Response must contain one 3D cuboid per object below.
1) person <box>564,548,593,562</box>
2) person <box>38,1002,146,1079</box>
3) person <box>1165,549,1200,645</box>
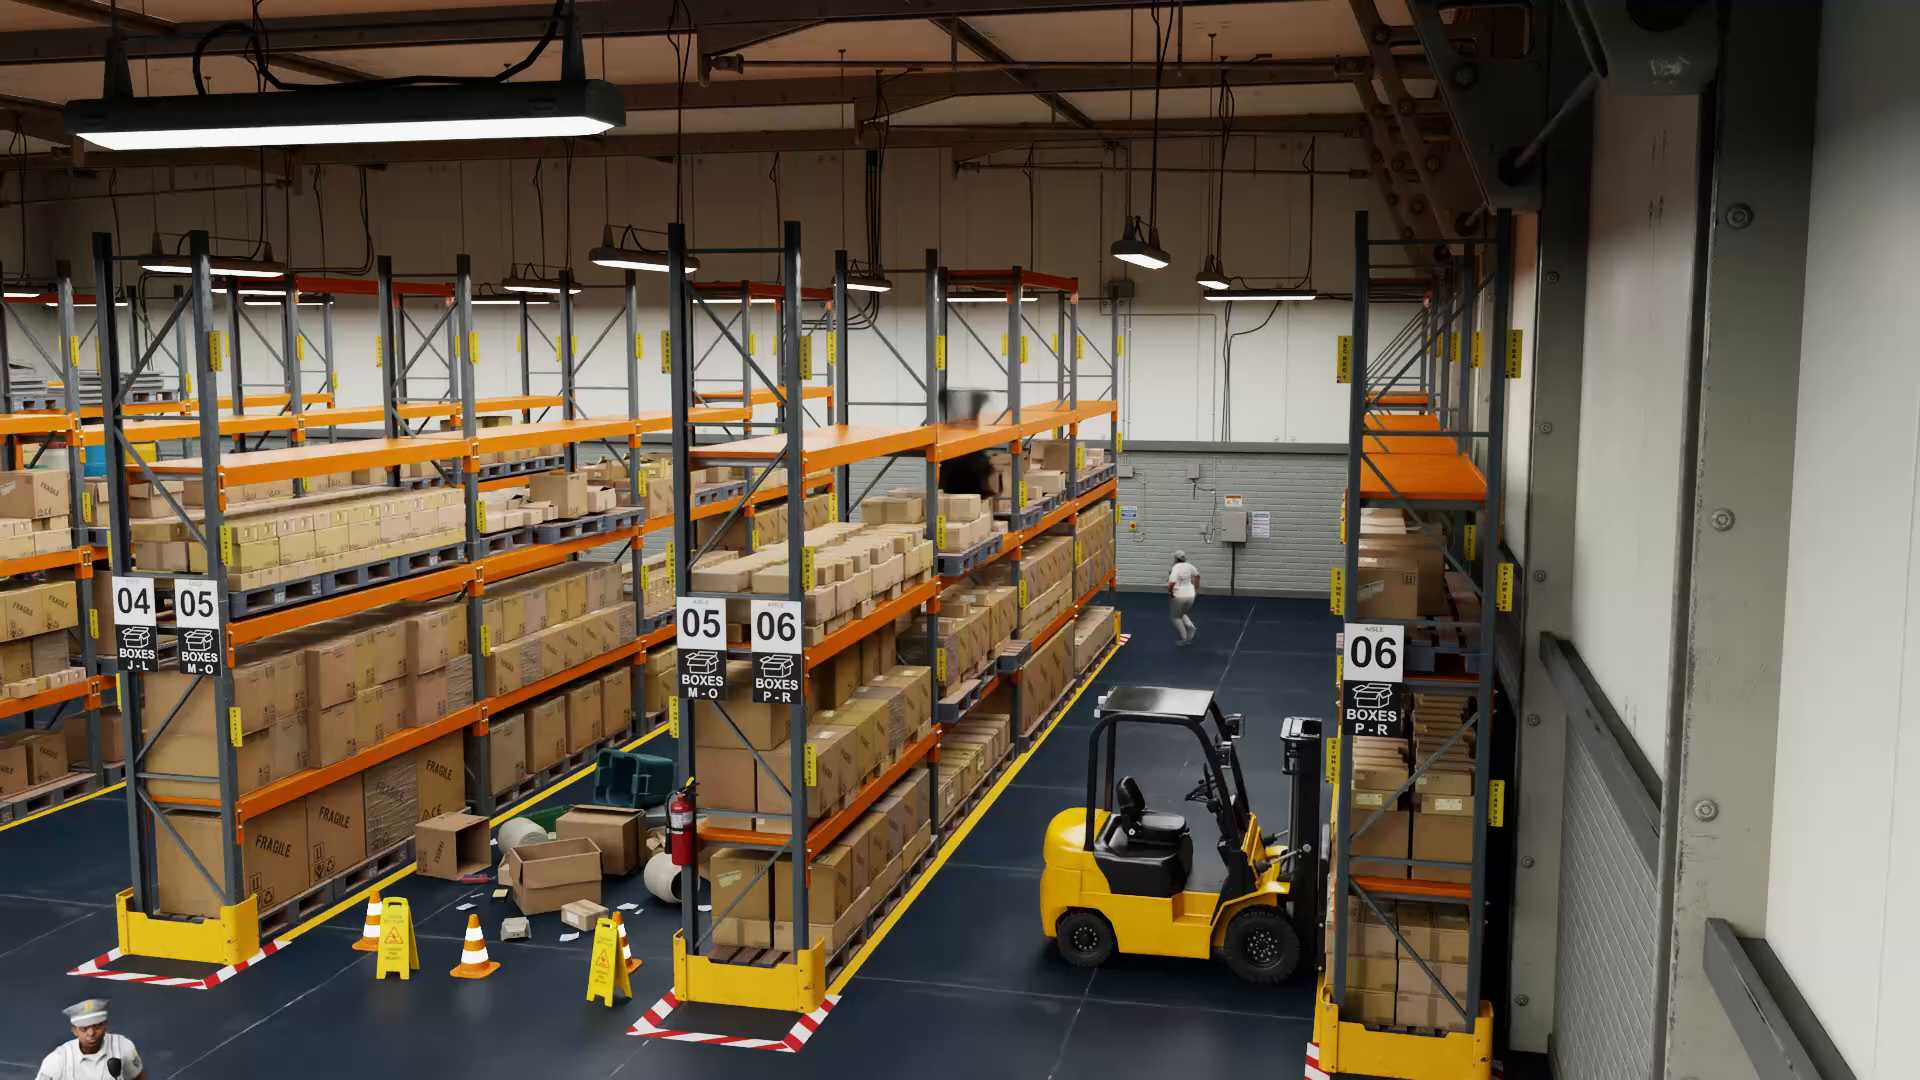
[{"bbox_3d":[-7.314,0.438,31.546,0.910,1.777,0.689,4,8,30],"label":"person"},{"bbox_3d":[-4.747,3.266,9.123,0.566,1.627,0.590,-5,8,-35],"label":"person"},{"bbox_3d":[3.711,0.954,28.051,0.665,1.617,0.494,-5,9,-35],"label":"person"}]
